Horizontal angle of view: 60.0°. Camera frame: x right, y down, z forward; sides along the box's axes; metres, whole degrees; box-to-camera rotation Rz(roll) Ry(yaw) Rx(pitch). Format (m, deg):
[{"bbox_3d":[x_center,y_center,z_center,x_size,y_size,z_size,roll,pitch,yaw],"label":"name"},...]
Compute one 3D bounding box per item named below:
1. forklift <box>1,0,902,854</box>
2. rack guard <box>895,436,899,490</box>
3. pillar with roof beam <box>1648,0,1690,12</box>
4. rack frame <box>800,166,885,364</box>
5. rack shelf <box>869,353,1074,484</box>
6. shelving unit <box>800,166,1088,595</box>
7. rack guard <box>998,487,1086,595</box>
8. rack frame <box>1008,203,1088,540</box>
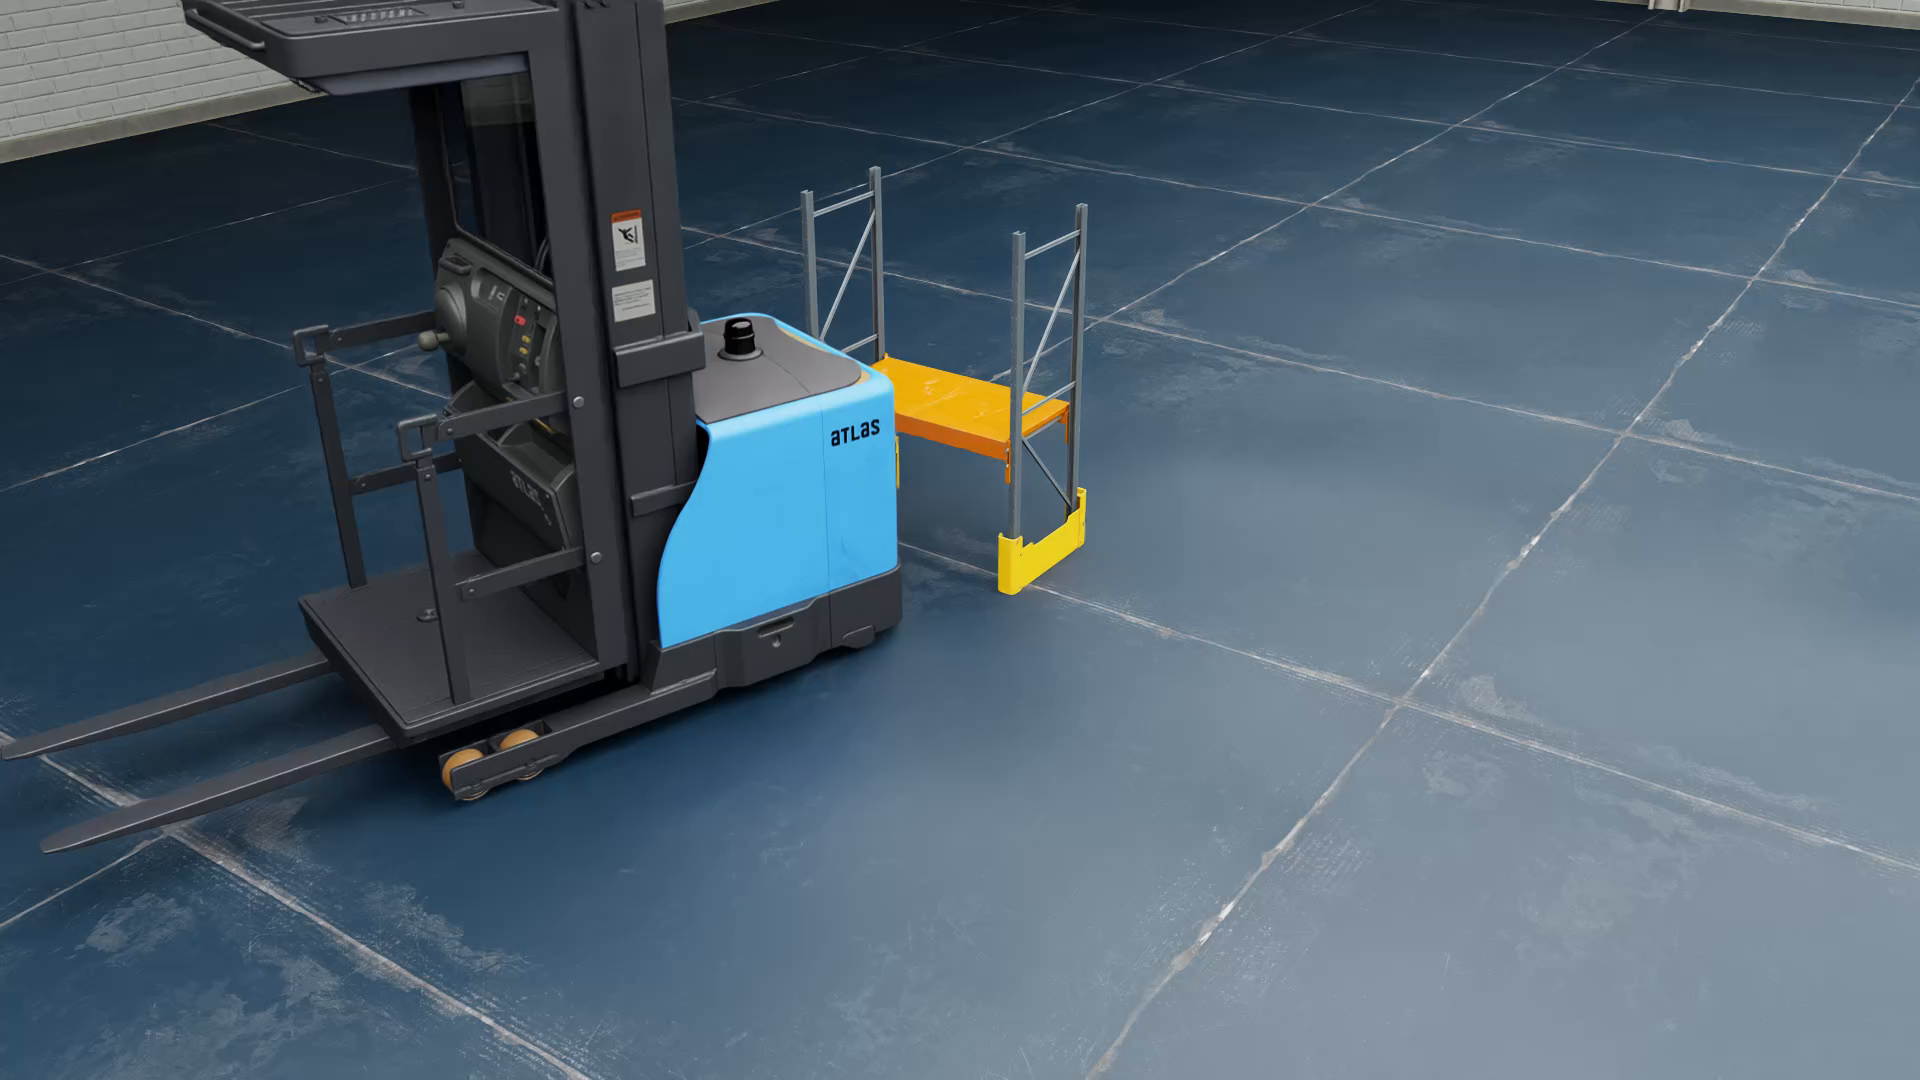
[{"bbox_3d":[-1.709,-0.711,5.415,3.031,2.935,1.130,-19,32,-32],"label":"forklift"},{"bbox_3d":[-0.473,-0.259,7.483,0.087,0.250,0.587,17,32,30],"label":"rack guard"},{"bbox_3d":[5.863,-8.625,14.277,0.400,9.000,9.100,17,32,30],"label":"pillar with roof beam"},{"bbox_3d":[-0.489,-0.821,7.209,0.032,1.500,0.500,17,32,30],"label":"rack frame"},{"bbox_3d":[-0.070,-0.530,7.034,1.000,0.185,0.538,17,32,30],"label":"rack shelf"},{"bbox_3d":[-0.063,-0.688,6.948,1.083,1.500,0.587,17,32,30],"label":"shelving unit"},{"bbox_3d":[0.348,-0.003,6.980,0.087,0.250,0.587,17,32,30],"label":"rack guard"},{"bbox_3d":[0.349,-0.560,6.696,0.032,1.500,0.500,17,32,30],"label":"rack frame"}]
